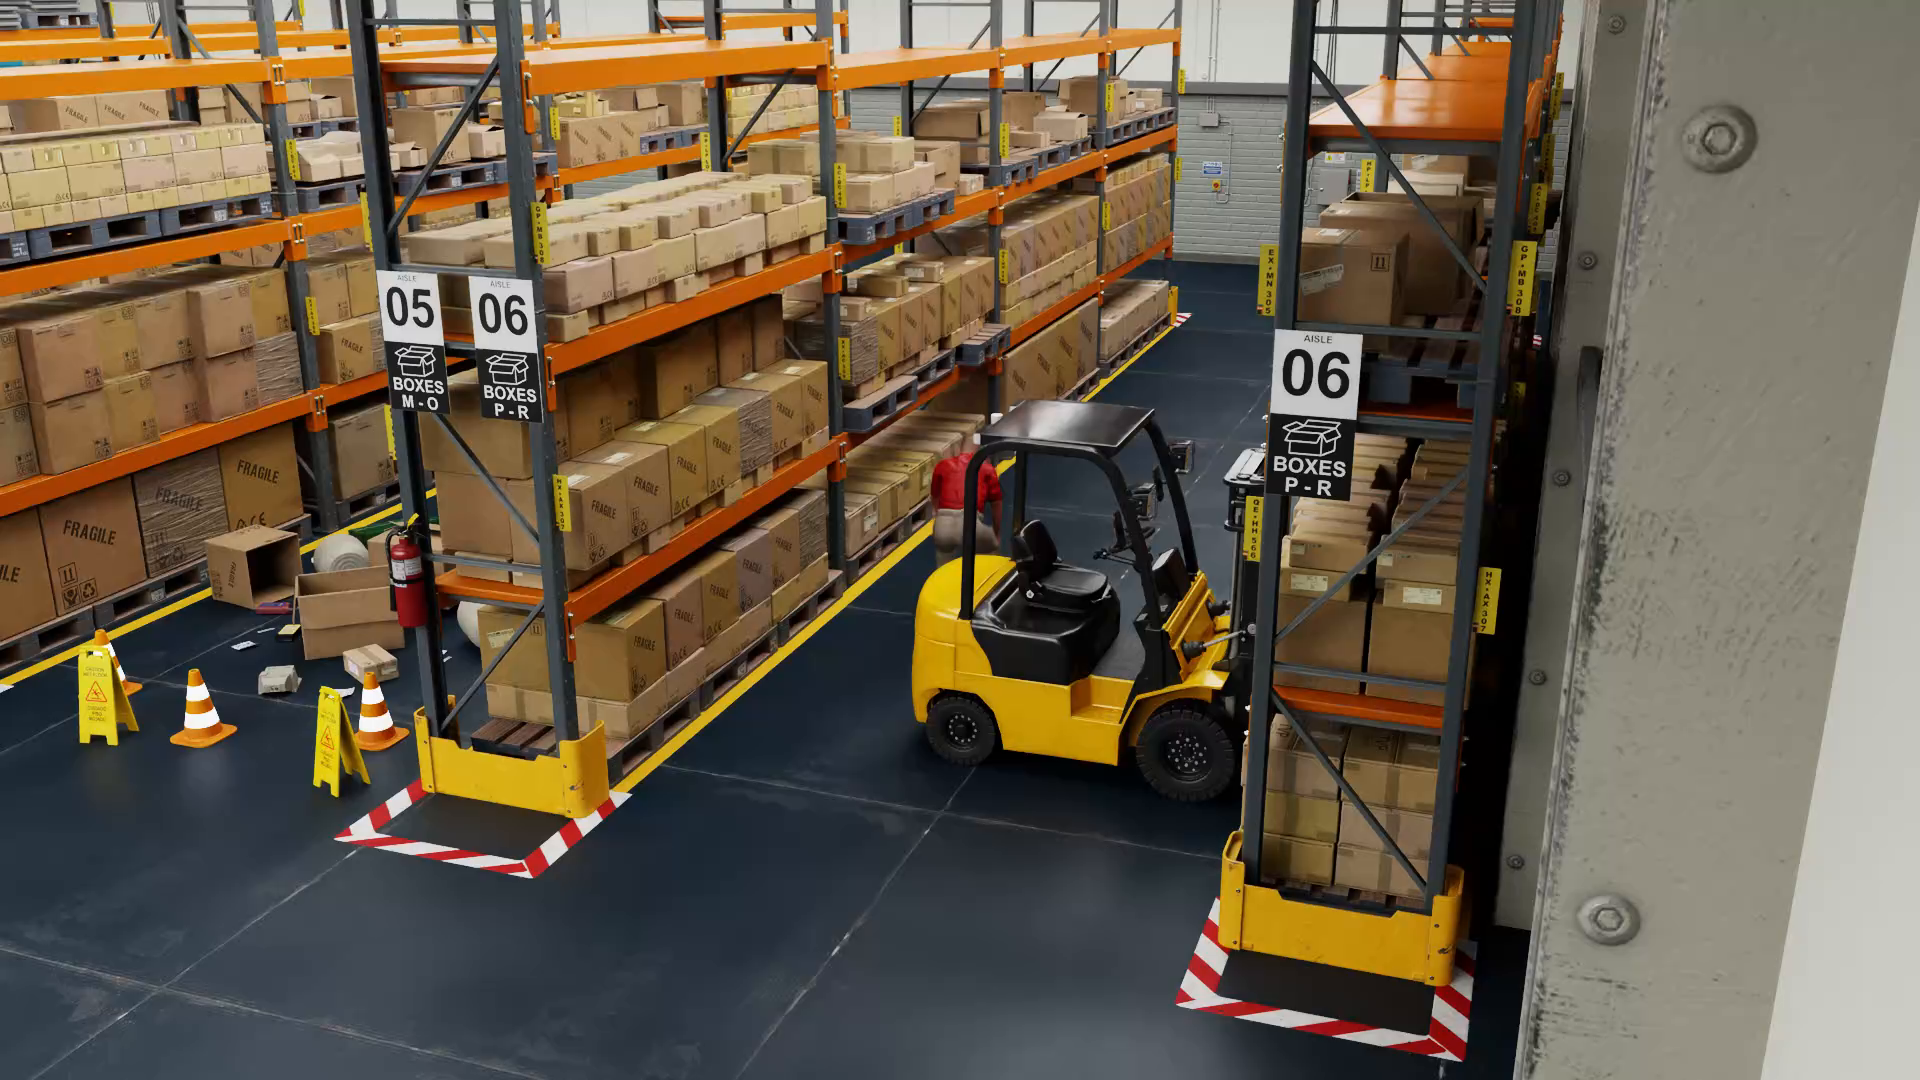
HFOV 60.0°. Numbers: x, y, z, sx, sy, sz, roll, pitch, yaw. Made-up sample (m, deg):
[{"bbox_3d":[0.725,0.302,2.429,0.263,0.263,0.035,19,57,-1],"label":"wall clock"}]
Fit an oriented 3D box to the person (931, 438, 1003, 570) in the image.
[{"bbox_3d":[0.013,-0.126,13.217,0.587,1.255,0.778,5,19,16],"label":"person"}]
